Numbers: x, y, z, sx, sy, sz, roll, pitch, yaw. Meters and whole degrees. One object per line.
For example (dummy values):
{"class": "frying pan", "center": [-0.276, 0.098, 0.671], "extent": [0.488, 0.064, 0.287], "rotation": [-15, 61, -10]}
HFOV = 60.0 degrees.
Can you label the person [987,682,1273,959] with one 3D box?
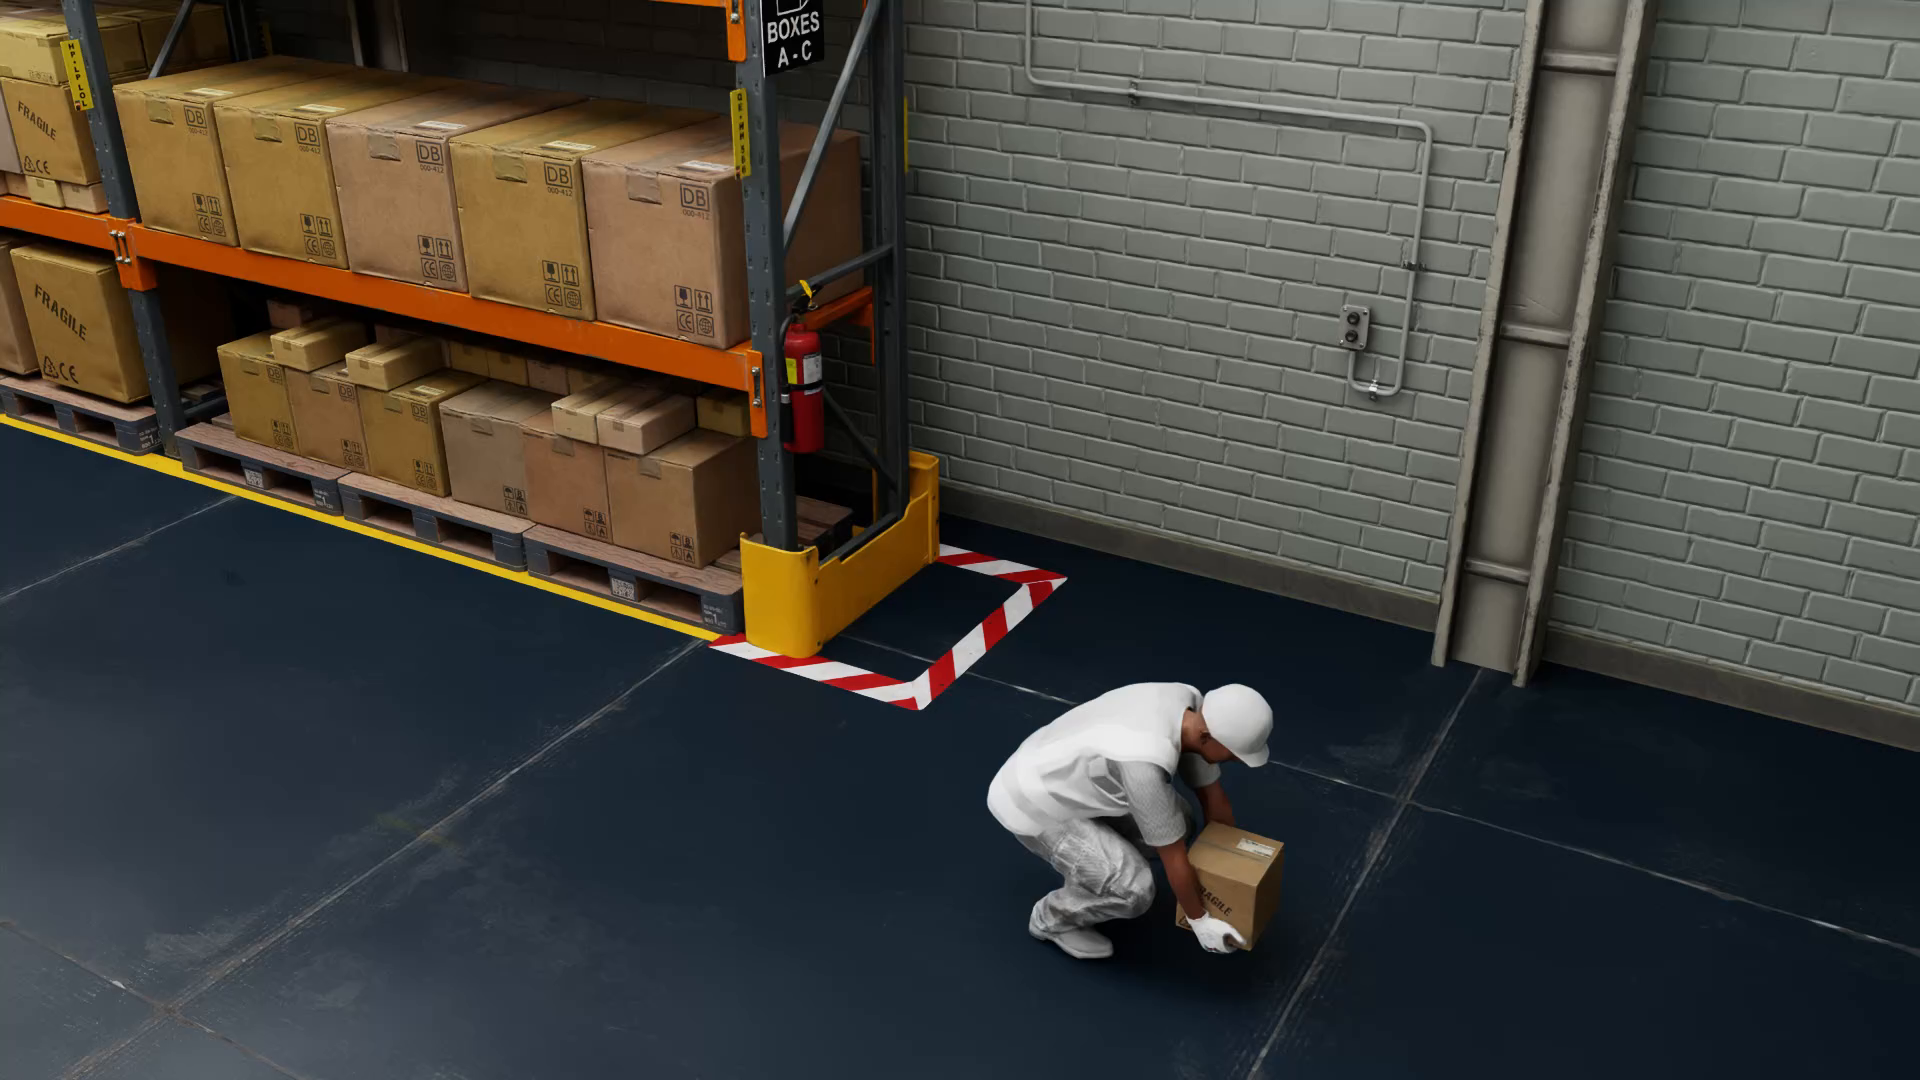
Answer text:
{"class": "person", "center": [0.557, 0.841, 5.281], "extent": [0.916, 1.004, 0.553], "rotation": [13, 29, 25]}
